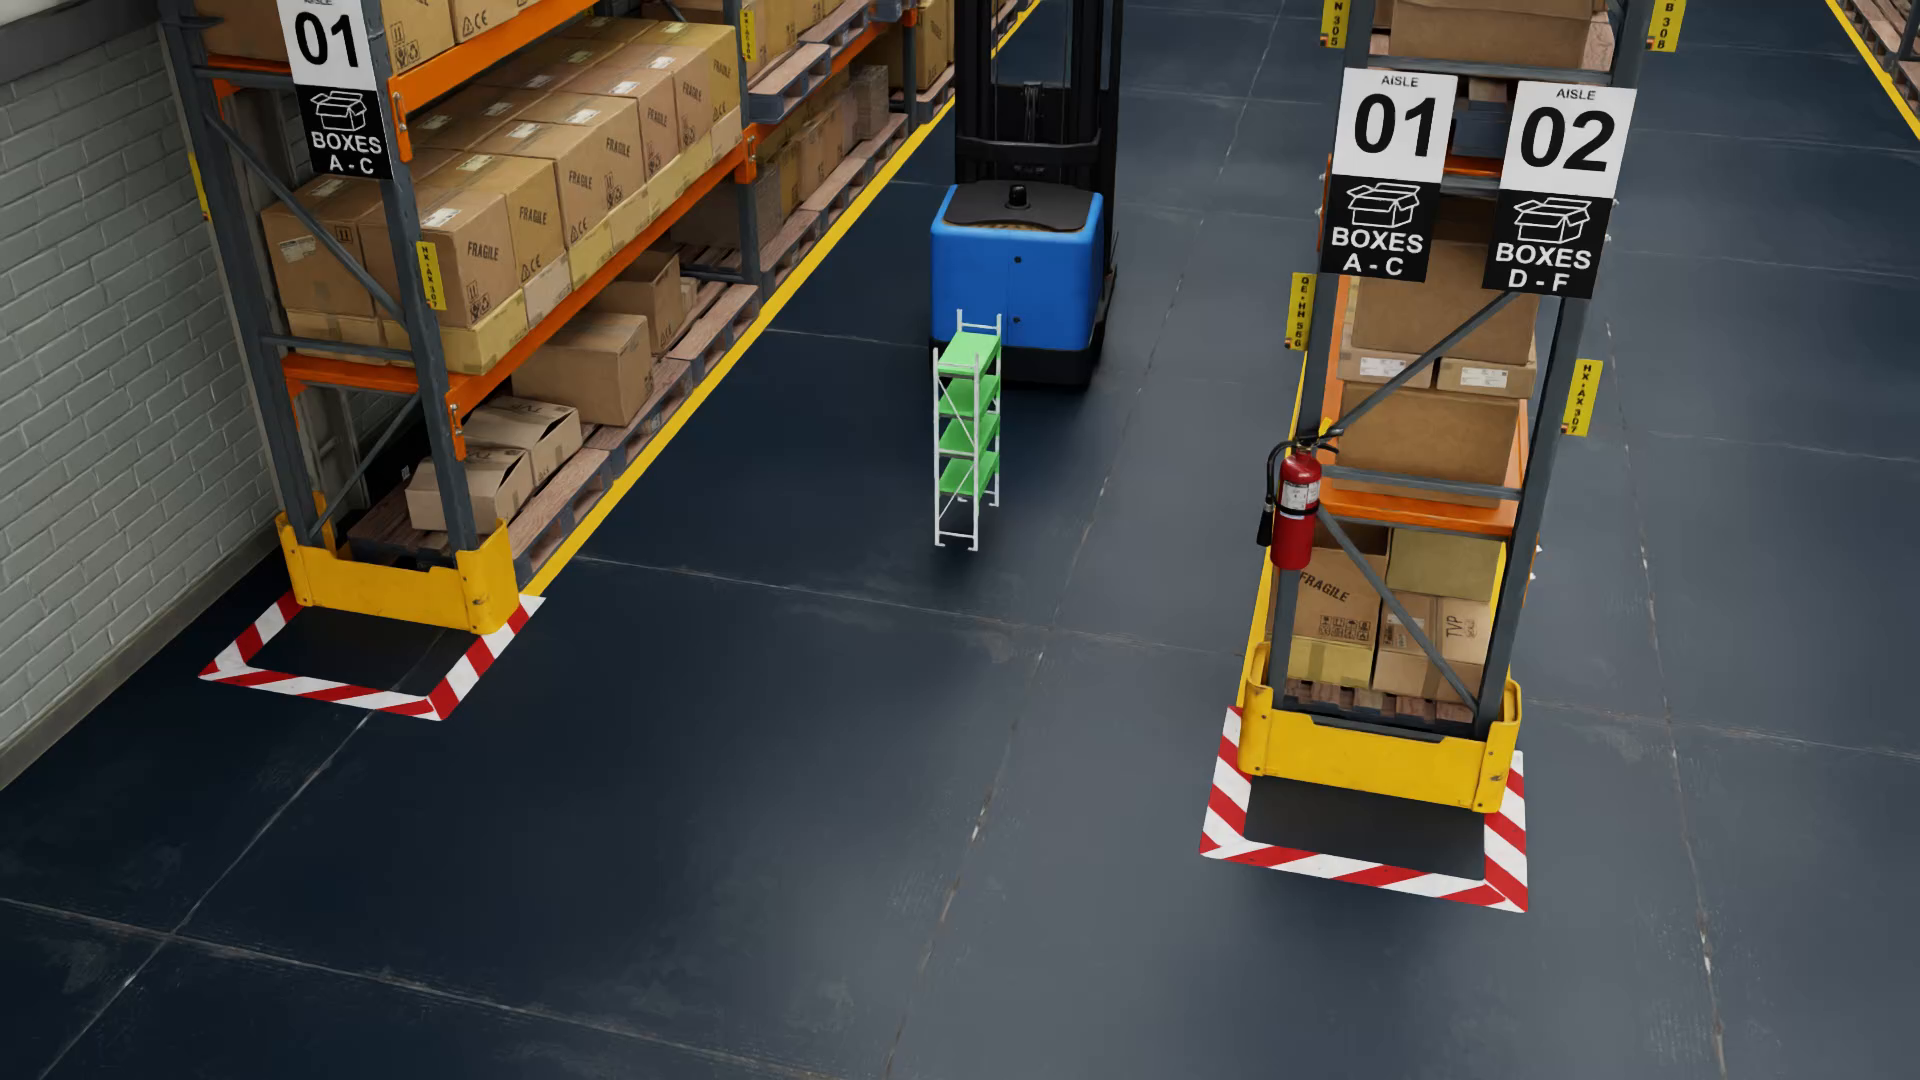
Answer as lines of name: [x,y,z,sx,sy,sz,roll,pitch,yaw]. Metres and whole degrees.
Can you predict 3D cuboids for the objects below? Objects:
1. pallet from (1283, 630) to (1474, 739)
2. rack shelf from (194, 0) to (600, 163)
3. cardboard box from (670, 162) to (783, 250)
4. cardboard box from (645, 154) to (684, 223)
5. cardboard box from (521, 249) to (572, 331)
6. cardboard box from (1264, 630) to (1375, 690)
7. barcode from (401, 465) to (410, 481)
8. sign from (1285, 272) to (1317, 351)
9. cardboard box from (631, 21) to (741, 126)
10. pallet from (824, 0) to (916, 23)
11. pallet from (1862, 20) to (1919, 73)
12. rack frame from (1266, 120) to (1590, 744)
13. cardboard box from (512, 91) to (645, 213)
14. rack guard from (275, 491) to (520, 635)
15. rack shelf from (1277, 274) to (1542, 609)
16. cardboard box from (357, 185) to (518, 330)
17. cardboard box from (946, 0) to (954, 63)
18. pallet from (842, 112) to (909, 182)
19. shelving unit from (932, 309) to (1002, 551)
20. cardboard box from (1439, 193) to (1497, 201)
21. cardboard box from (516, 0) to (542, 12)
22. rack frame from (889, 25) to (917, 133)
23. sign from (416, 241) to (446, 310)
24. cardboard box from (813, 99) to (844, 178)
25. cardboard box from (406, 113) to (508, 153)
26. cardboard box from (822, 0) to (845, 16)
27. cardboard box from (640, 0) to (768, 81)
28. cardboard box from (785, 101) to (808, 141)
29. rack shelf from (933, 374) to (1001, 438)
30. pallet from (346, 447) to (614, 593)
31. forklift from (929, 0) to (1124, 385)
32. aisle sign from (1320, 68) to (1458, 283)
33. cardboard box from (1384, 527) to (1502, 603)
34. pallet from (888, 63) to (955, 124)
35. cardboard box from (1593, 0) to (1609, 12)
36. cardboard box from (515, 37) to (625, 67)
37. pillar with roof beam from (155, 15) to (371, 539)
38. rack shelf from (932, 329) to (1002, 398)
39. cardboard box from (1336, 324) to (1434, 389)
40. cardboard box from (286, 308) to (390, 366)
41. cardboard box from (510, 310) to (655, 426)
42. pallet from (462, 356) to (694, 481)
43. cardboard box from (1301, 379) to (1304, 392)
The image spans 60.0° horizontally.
pallet: [2.024,0.544,8.198,1.003,0.211,1.213,8,33,12]
rack shelf: [-2.414,-2.903,8.895,1.077,0.370,4.000,8,33,12]
cardboard box: [-1.736,-2.494,12.297,0.700,0.500,0.500,9,34,14]
cardboard box: [-1.981,-2.116,9.904,0.500,0.250,0.500,8,33,12]
cardboard box: [-2.373,-1.330,8.667,0.500,0.250,0.500,7,33,11]
cardboard box: [1.721,0.434,7.943,0.500,0.250,0.500,8,33,12]
barcode: [-3.041,-0.369,9.121,0.001,0.075,0.075,8,33,12]
sign: [1.350,-0.900,6.570,0.100,0.325,0.005,8,33,12]
cardboard box: [-1.727,-2.953,10.521,0.500,0.500,0.500,8,33,12]
pallet: [-0.969,-4.589,13.852,1.213,0.211,1.003,8,33,12]
pallet: [9.856,-4.991,16.905,1.003,0.211,1.213,8,33,12]
rack frame: [1.871,-0.231,6.817,1.000,3.000,0.127,8,33,12]
cardboard box: [-2.118,-2.163,9.279,0.500,0.500,0.500,9,34,14]
rack guard: [-2.902,0.112,8.607,1.175,0.500,0.348,8,33,12]
rack shelf: [2.378,-0.965,8.642,1.077,0.370,4.000,8,33,12]
cardboard box: [-2.510,-1.372,8.034,0.500,0.500,0.500,8,33,12]
cardboard box: [-0.349,-5.142,16.155,0.750,0.750,0.750,8,33,12]
pallet: [-1.091,-3.472,14.515,1.003,0.211,1.213,8,33,12]
shelving unit: [0.042,-0.592,9.063,0.258,1.200,0.503,8,33,12]
cardboard box: [2.143,-1.362,7.294,0.700,0.500,0.500,7,33,11]
cardboard box: [-2.296,-2.903,8.113,0.500,0.500,0.500,10,34,15]
rack frame: [-0.891,-5.055,14.405,1.000,3.000,0.127,8,33,12]
sign: [-2.397,-1.195,7.526,0.100,0.325,0.005,8,33,12]
cardboard box: [-1.366,-3.291,13.551,0.700,0.500,0.500,8,33,12]
cardboard box: [-2.743,-1.967,8.970,0.500,0.500,0.500,7,33,11]
cardboard box: [-1.296,-4.388,12.852,0.700,0.500,0.500,8,33,12]
cardboard box: [-1.744,-3.466,11.403,0.700,0.500,0.500,8,33,13]
cardboard box: [-1.499,-3.310,12.881,0.500,0.250,0.500,7,33,11]
rack shelf: [0.042,-0.741,8.969,0.258,0.148,0.480,8,33,12]
pallet: [-2.662,-0.183,9.340,1.003,0.211,1.213,8,33,12]
forklift: [0.547,-3.011,11.254,1.130,2.935,3.031,5,33,8]
aisle sign: [1.570,-1.334,6.129,0.394,0.787,0.004,8,33,12]
cardboard box: [2.347,-0.072,8.039,0.500,0.500,0.500,8,33,12]
pallet: [-0.618,-4.277,15.780,1.003,0.211,1.213,8,33,12]
cardboard box: [2.557,-2.600,7.132,0.500,0.500,0.500,8,33,12]
cardboard box: [-2.363,-2.757,10.213,0.500,0.500,0.500,8,33,12]
pillar with roof beam: [0.583,-3.330,6.100,9.100,9.000,0.400,8,33,12]
rack shelf: [0.042,-0.943,8.840,0.258,0.148,0.480,8,33,12]
cardboard box: [1.784,-0.771,6.969,0.380,0.149,0.250,7,33,12]
cardboard box: [-2.990,-1.117,8.333,0.500,0.250,0.500,8,33,13]
cardboard box: [-2.280,-1.050,10.026,0.700,0.500,0.500,6,33,9]
pallet: [-2.350,-0.814,10.333,1.003,0.211,1.213,8,33,12]
cardboard box: [2.087,-0.663,8.969,0.500,0.500,0.500,8,33,12]
